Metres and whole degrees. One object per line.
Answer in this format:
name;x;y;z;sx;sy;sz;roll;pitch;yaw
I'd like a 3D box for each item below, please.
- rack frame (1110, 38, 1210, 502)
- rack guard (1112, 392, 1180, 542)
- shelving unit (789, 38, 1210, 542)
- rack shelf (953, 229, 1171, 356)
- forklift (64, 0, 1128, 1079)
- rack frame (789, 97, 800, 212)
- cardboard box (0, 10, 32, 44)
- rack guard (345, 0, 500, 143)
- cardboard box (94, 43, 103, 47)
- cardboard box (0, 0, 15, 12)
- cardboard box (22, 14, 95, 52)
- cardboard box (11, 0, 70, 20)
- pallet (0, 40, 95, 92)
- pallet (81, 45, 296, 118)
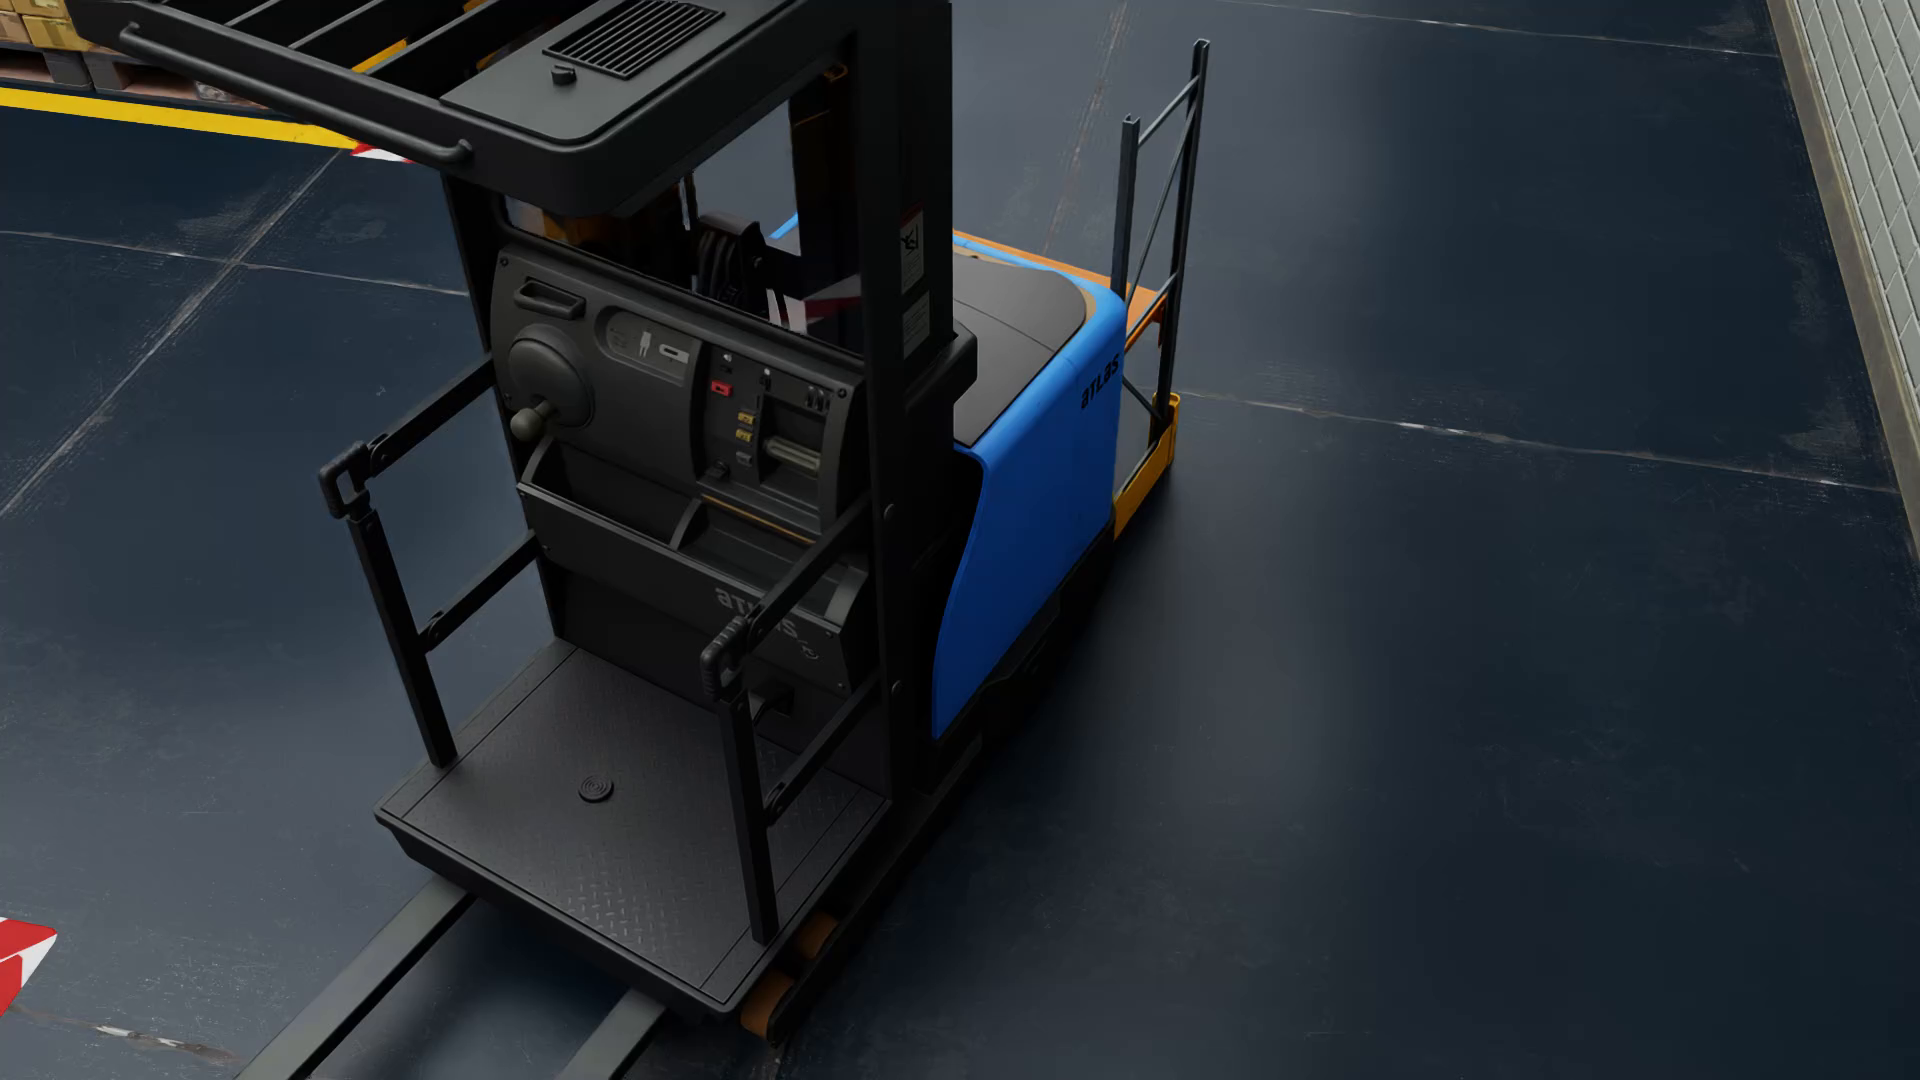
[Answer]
rack frame;0.542;-0.660;4.854;0.032;1.500;0.500;21;48;20
rack guard;0.541;-0.210;5.288;0.087;0.250;0.587;21;48;20
shelving unit;0.104;-0.826;5.027;1.083;1.500;0.587;21;48;20
rack shelf;0.096;-0.700;5.155;1.000;0.185;0.538;21;48;20
forklift;-0.730;-0.230;3.375;1.130;2.935;3.031;23;48;22
rack frame;-0.349;-0.999;5.206;0.032;1.500;0.500;21;48;20
cardboard box;-4.084;-2.336;7.267;0.250;0.149;0.380;10;45;10
rack guard;-2.319;-2.236;7.212;0.348;0.500;1.175;9;45;9
cardboard box;-3.559;-2.285;7.214;0.250;0.149;0.380;9;45;9
cardboard box;-4.084;-2.442;7.162;0.250;0.149;0.380;11;45;11
cardboard box;-3.822;-2.281;7.210;0.250;0.149;0.380;7;44;7
cardboard box;-3.837;-2.390;7.109;0.250;0.149;0.380;9;45;10
pallet;-4.291;-2.465;7.659;1.213;0.211;1.003;9;45;9
pallet;-3.104;-2.279;7.465;1.213;0.211;1.003;9;45;9
